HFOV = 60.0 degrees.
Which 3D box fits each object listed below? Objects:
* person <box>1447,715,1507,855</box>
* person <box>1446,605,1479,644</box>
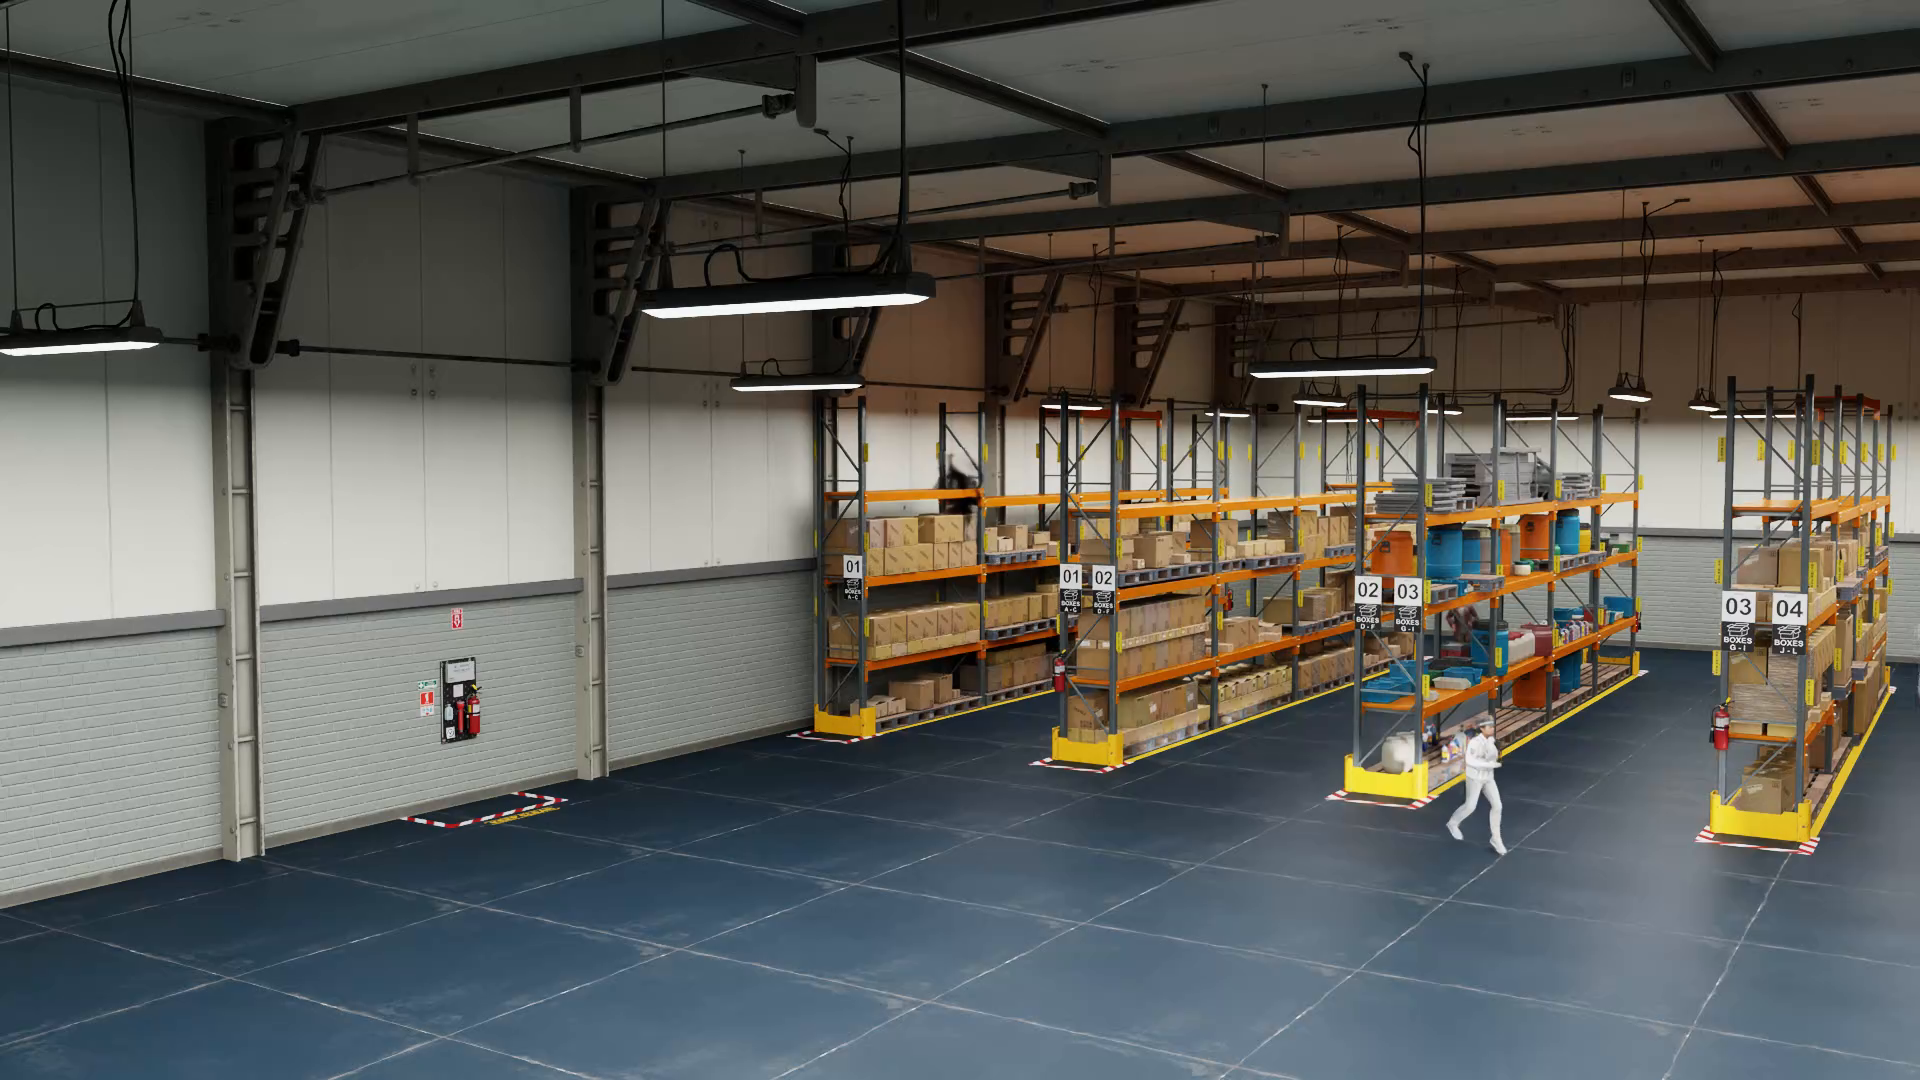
[{"bbox_3d":[6.576,3.058,21.059,0.638,1.727,0.882,-2,4,-34],"label":"person"},{"bbox_3d":[11.617,2.125,38.468,0.729,1.727,0.668,1,3,17],"label":"person"}]
